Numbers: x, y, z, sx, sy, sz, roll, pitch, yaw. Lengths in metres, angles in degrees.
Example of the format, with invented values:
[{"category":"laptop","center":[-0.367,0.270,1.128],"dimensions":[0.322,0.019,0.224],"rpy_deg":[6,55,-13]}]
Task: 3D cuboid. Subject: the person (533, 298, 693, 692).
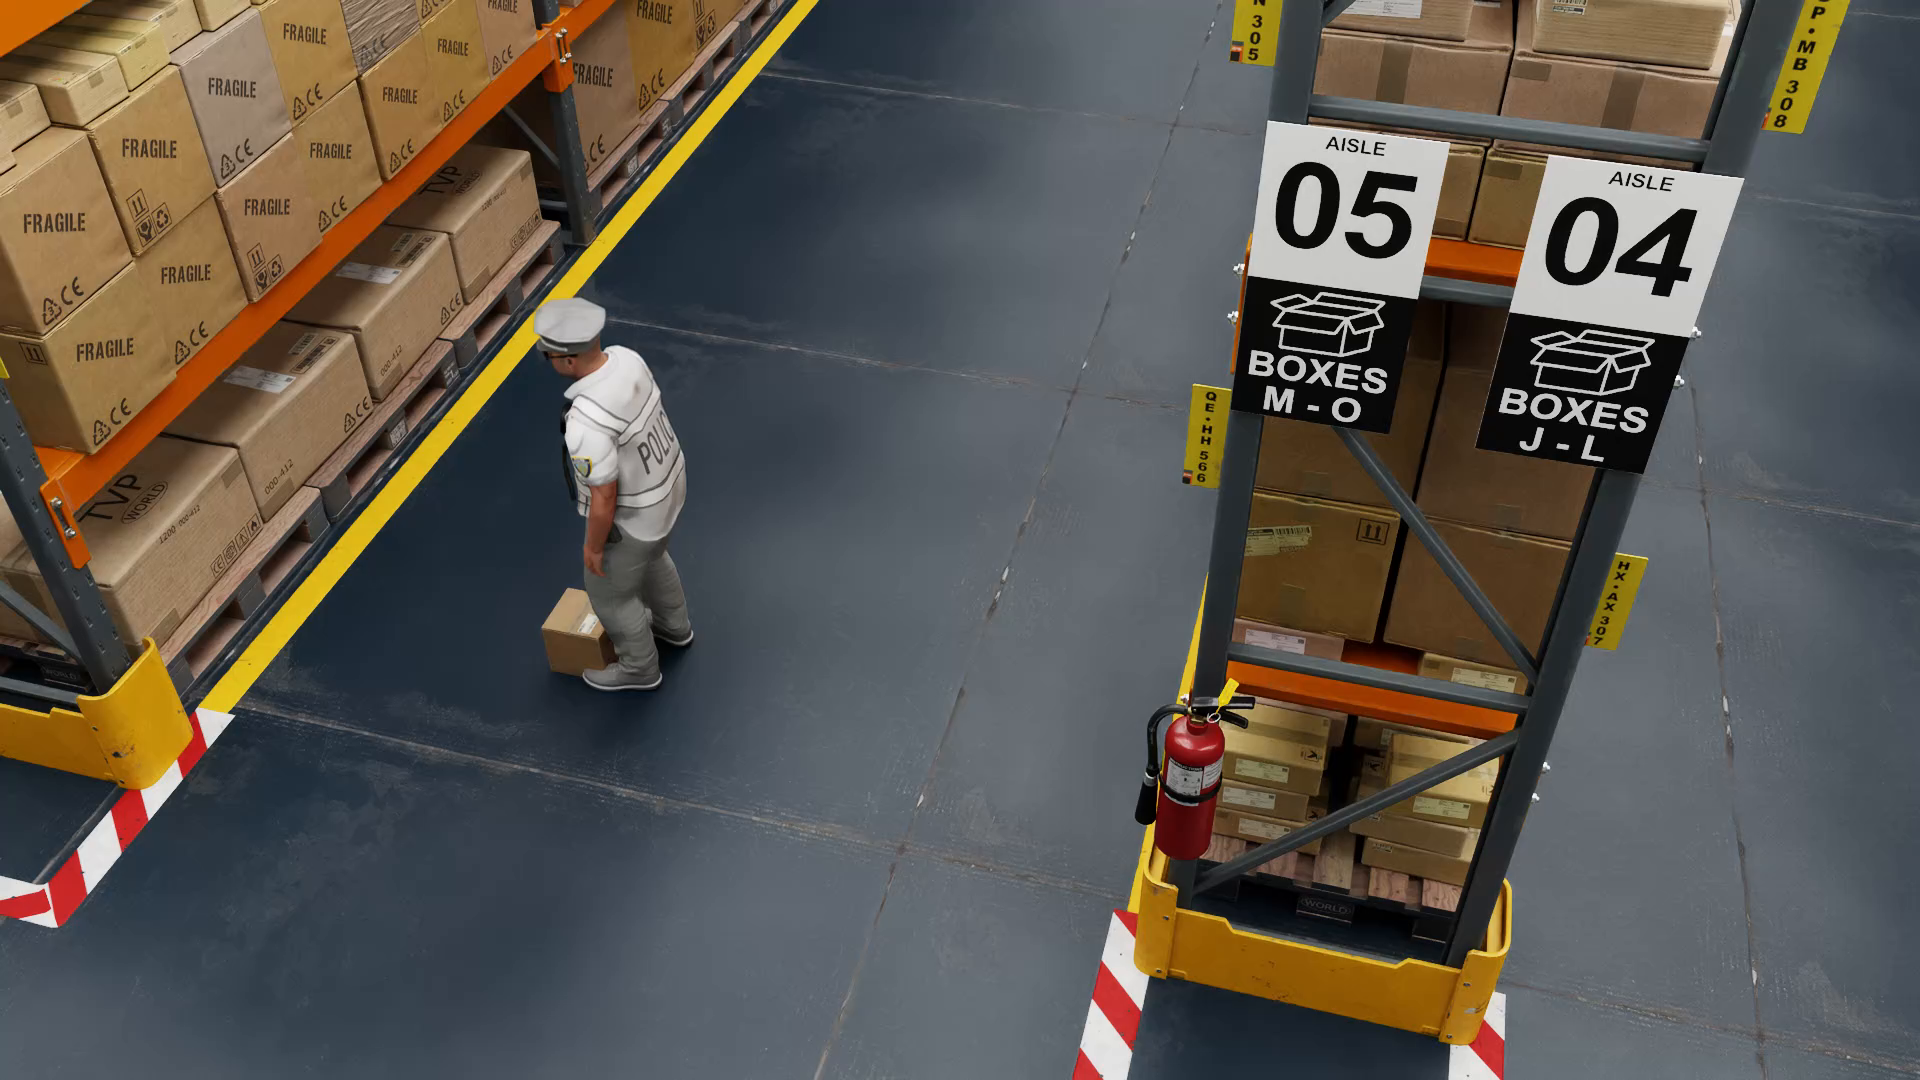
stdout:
[{"category":"person","center":[-1.287,-0.137,6.312],"dimensions":[0.480,1.747,0.597],"rpy_deg":[8,41,9]}]
